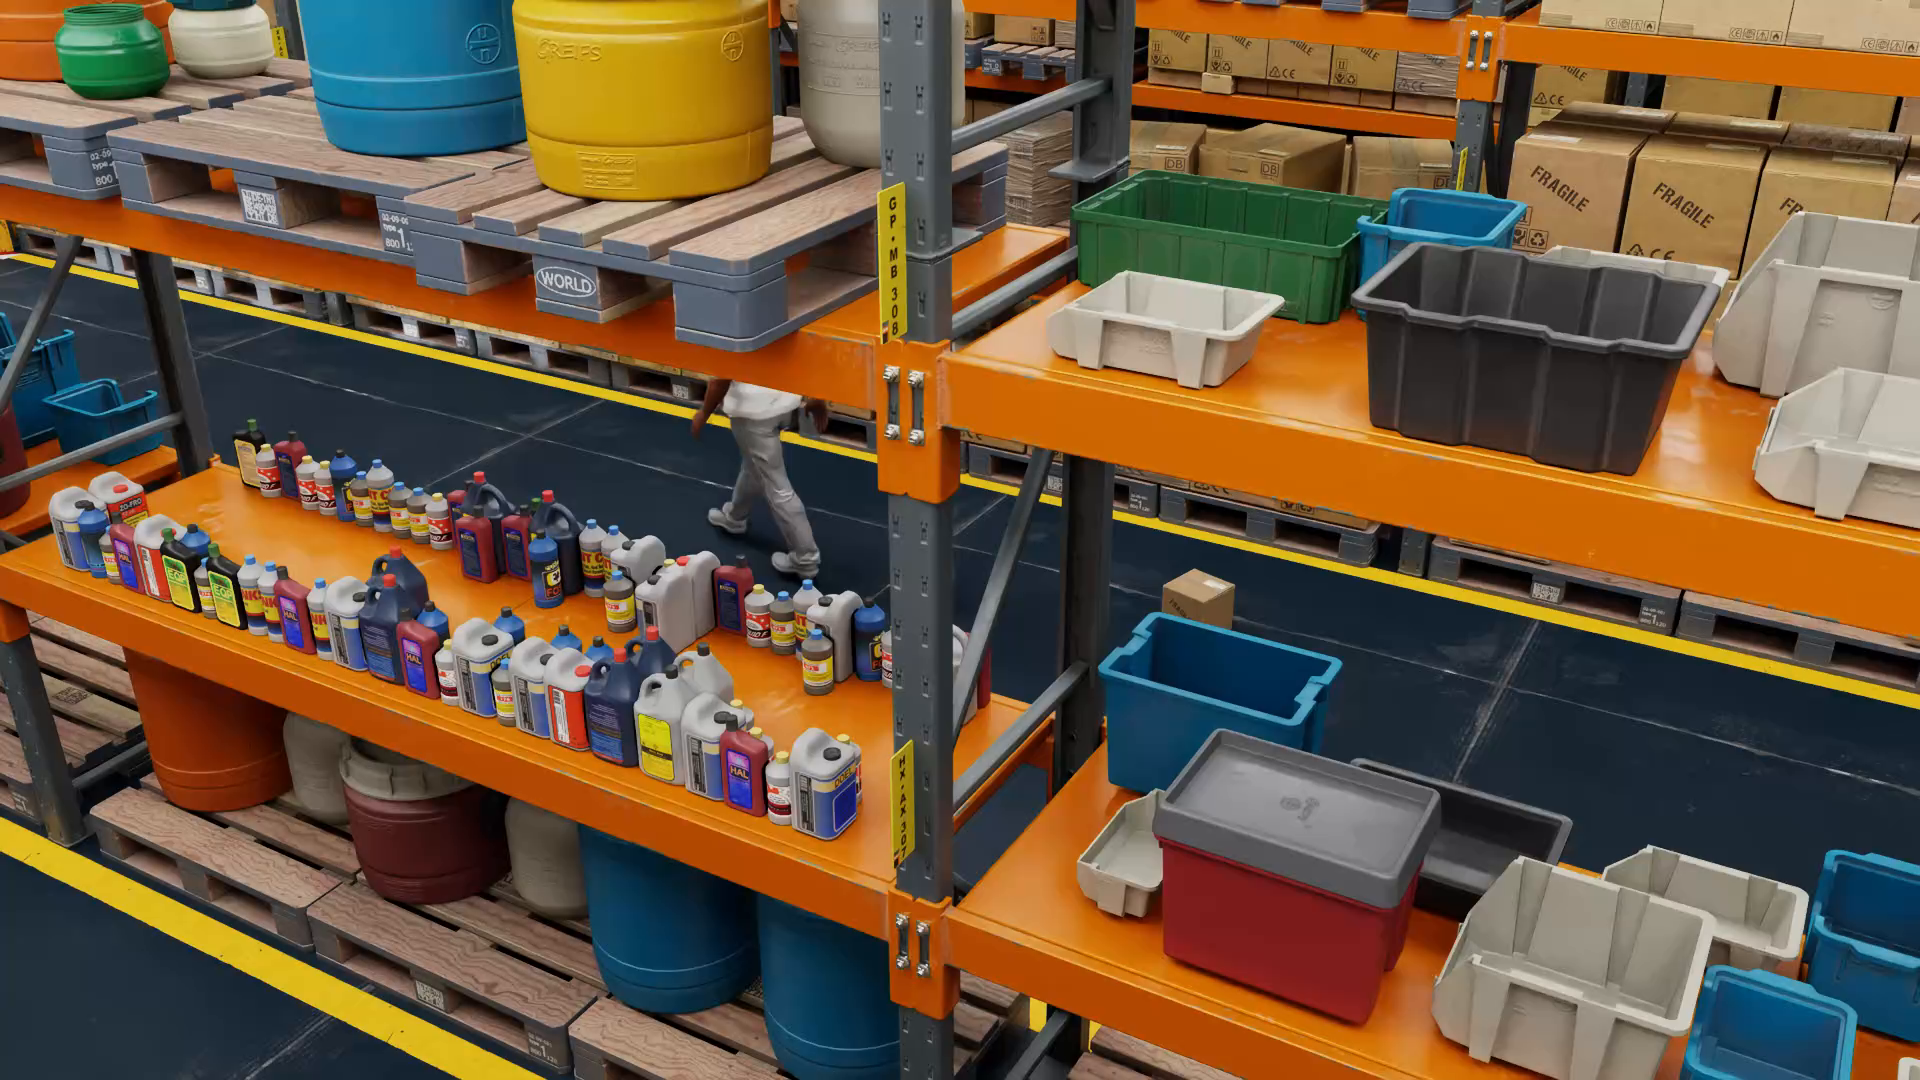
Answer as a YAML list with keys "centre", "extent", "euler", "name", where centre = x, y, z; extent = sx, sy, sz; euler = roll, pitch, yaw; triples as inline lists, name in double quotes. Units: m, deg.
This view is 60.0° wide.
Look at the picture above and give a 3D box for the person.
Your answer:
- centre: [-1.083, -0.715, 8.483]
  extent: [0.973, 1.715, 0.624]
  euler: [18, 31, 31]
  name: "person"
